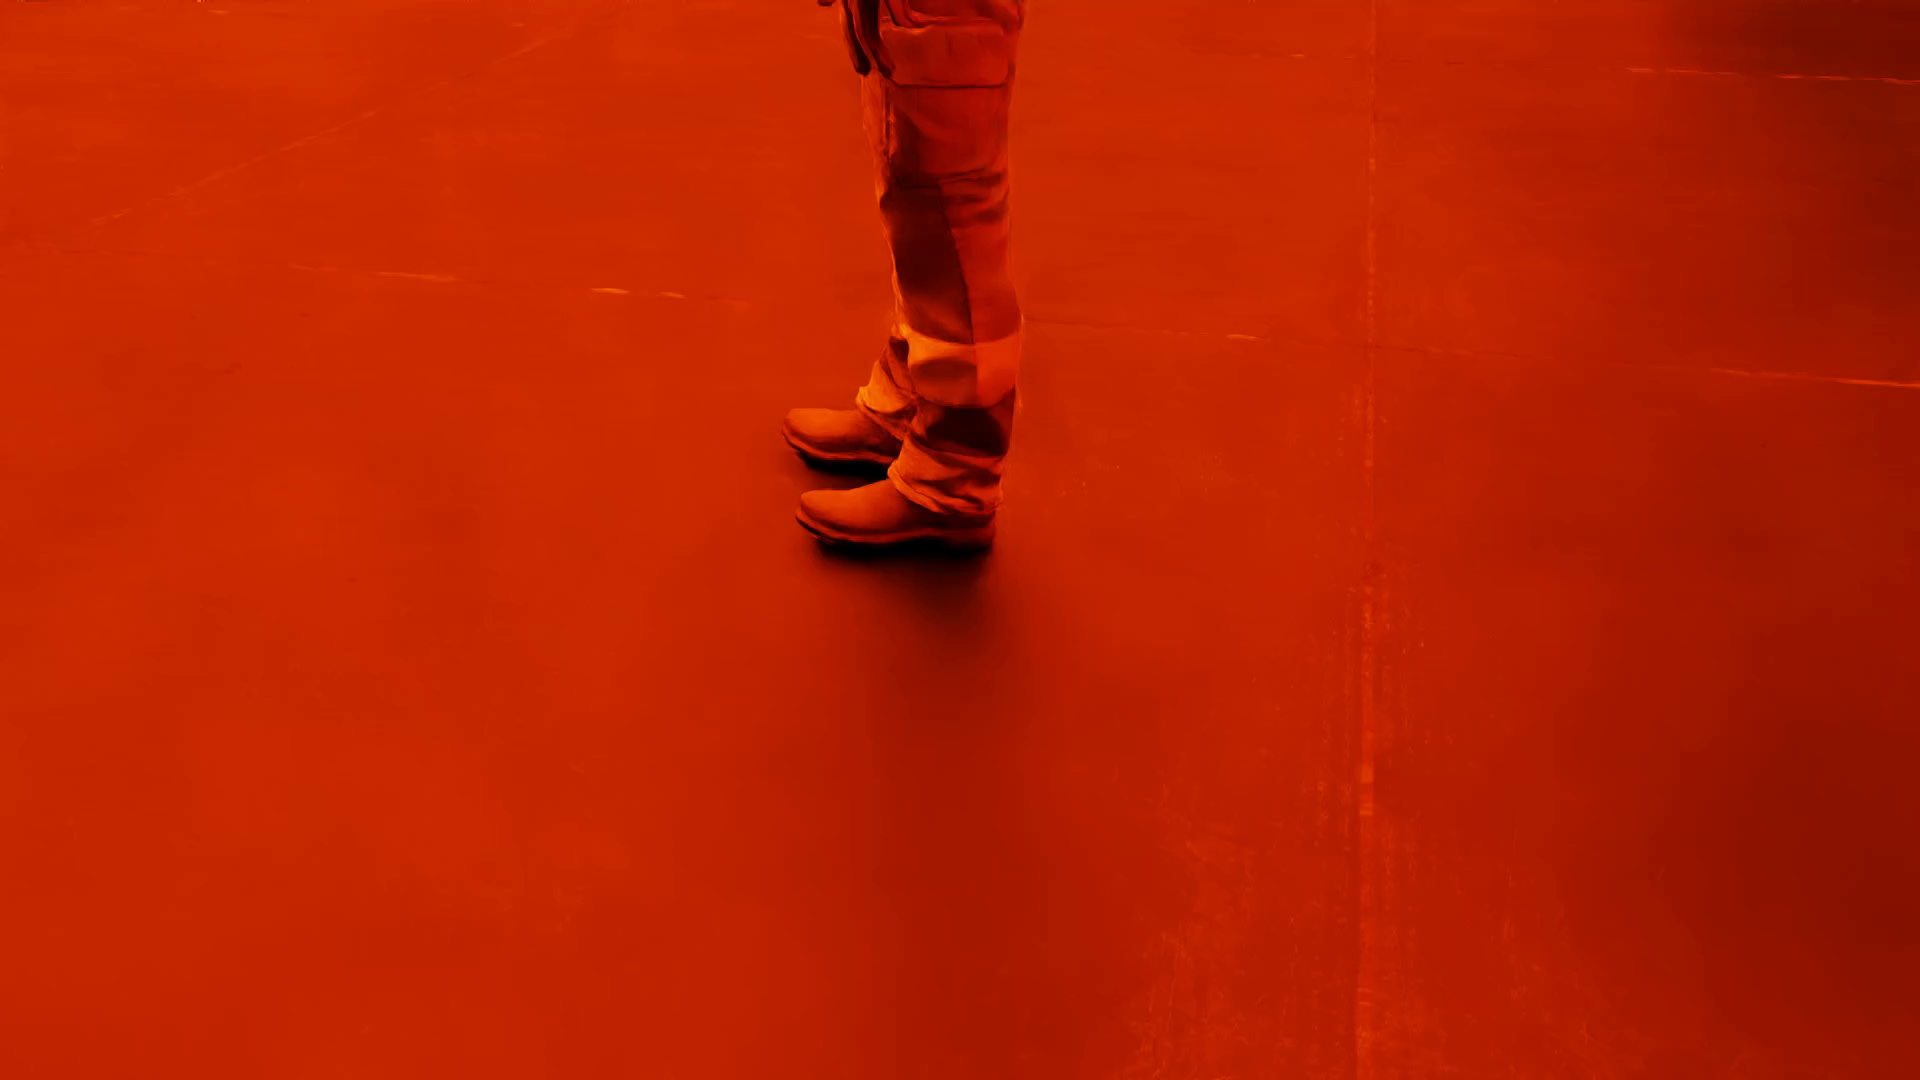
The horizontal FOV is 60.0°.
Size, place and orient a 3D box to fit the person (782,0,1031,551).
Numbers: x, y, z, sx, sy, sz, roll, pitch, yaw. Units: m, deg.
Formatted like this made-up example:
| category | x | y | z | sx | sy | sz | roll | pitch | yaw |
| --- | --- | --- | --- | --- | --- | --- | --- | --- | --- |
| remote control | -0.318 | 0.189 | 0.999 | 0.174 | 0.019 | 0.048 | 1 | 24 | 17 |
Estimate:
| category | x | y | z | sx | sy | sz | roll | pitch | yaw |
| --- | --- | --- | --- | --- | --- | --- | --- | --- | --- |
| person | -0.076 | -0.818 | 2.119 | 0.563 | 1.787 | 0.637 | 6 | 27 | 11 |
